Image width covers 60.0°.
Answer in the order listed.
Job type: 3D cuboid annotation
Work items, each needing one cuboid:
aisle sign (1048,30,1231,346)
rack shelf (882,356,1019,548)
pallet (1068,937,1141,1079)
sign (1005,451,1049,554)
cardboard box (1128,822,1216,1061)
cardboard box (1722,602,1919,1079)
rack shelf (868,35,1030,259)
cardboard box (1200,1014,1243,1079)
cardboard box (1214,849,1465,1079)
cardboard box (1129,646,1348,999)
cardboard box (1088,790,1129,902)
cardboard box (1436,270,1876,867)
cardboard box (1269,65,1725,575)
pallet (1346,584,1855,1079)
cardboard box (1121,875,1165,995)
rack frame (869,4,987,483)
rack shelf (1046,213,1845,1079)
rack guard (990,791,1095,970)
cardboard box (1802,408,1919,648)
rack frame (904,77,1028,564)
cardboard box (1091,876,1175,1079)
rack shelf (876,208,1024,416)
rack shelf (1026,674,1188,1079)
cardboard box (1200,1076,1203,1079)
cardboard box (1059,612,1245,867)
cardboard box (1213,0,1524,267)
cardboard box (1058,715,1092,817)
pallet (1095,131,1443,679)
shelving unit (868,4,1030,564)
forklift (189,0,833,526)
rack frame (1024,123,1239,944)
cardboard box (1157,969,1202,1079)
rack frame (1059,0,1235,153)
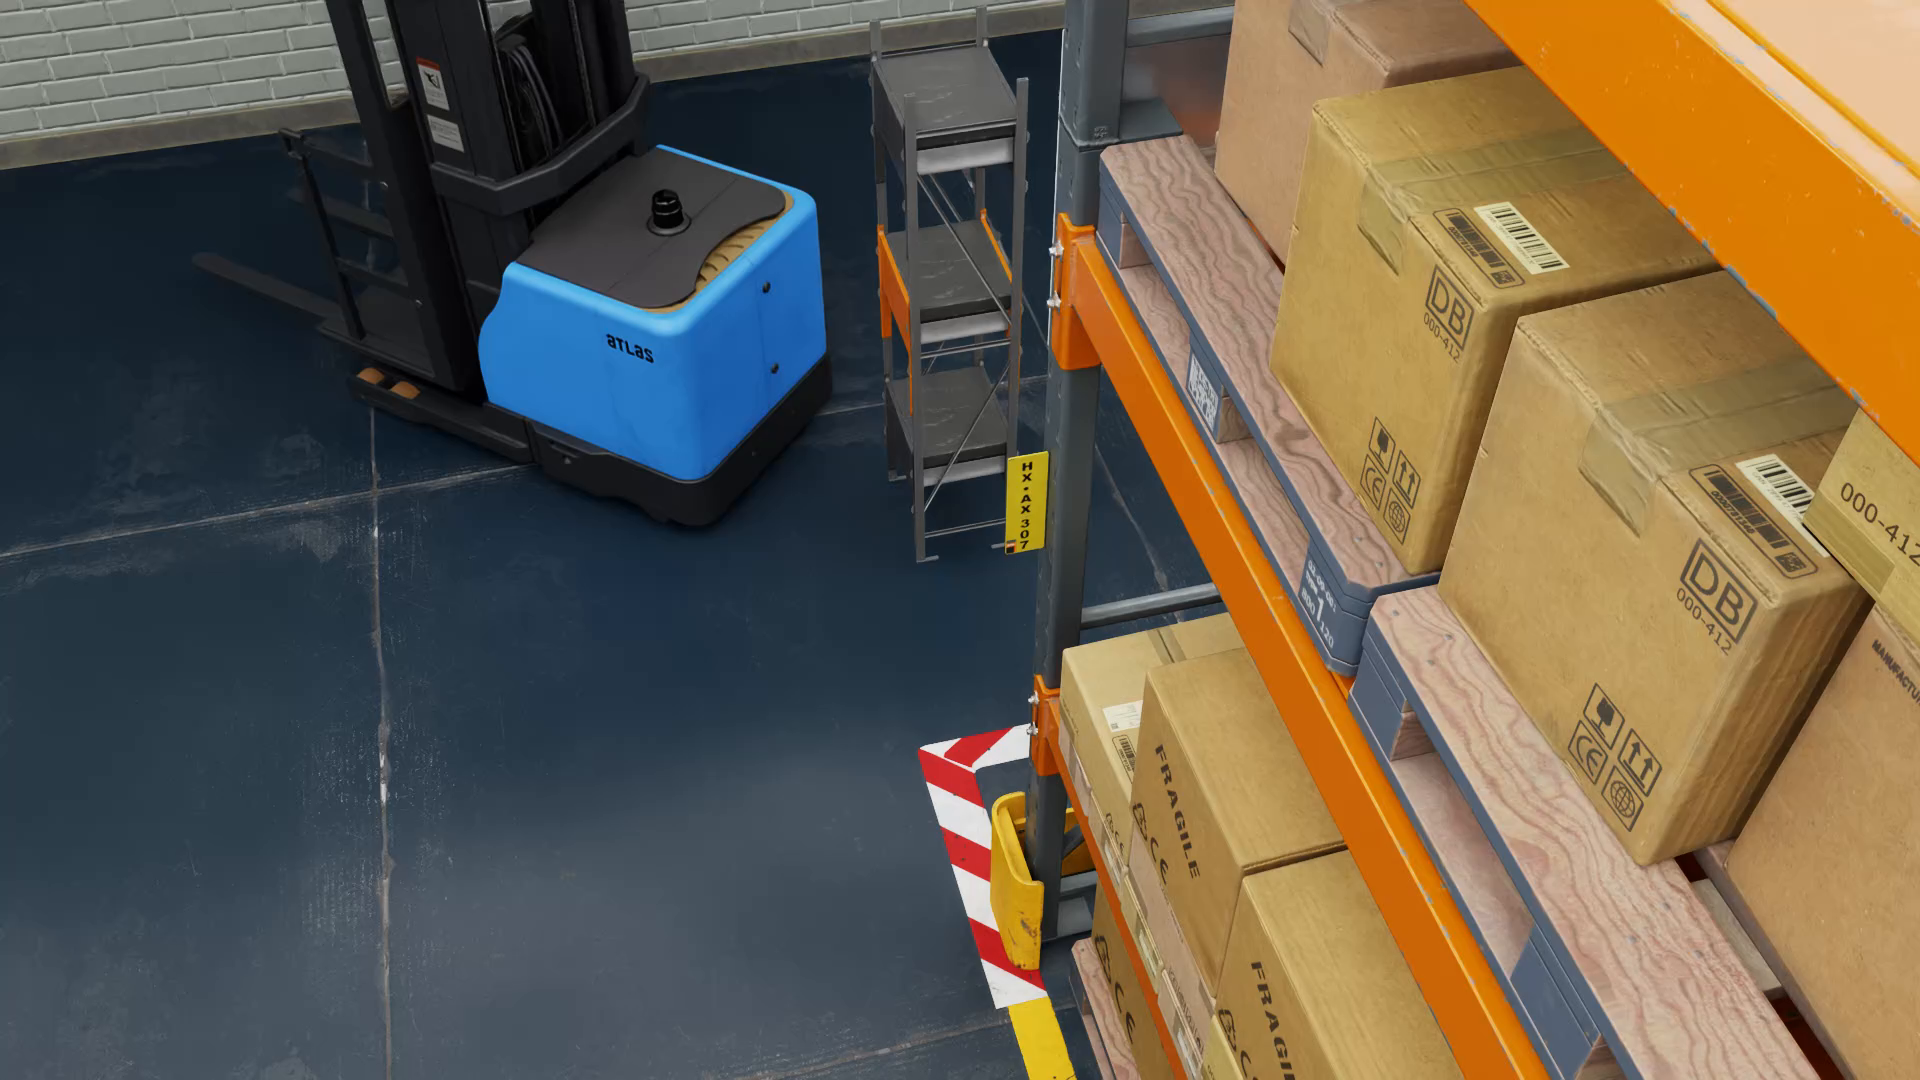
[{"bbox_3d":[0.392,-0.759,3.574,0.394,0.787,0.004,-11,47,-10],"label":"aisle sign"},{"bbox_3d":[-0.042,-0.350,6.622,0.431,0.518,0.480,-11,47,-10],"label":"rack shelf"},{"bbox_3d":[0.981,1.659,4.976,1.003,0.211,1.213,-11,47,-10],"label":"pallet"},{"bbox_3d":[0.163,-0.088,4.074,0.100,0.325,0.005,-11,47,-10],"label":"sign"},{"bbox_3d":[0.702,0.832,3.731,0.500,0.250,0.500,-11,47,-11],"label":"cardboard box"},{"bbox_3d":[1.336,0.352,1.770,0.700,0.500,0.500,-9,46,-9],"label":"cardboard box"},{"bbox_3d":[-0.042,-1.330,5.622,0.431,0.518,0.480,-11,47,-10],"label":"rack shelf"},{"bbox_3d":[0.827,1.180,3.390,0.500,0.250,0.500,-12,47,-12],"label":"cardboard box"},{"bbox_3d":[0.829,0.914,3.126,0.500,0.500,0.500,-12,47,-11],"label":"cardboard box"},{"bbox_3d":[0.691,0.557,3.475,0.500,0.500,0.500,-12,47,-11],"label":"cardboard box"},{"bbox_3d":[0.540,0.716,4.124,0.380,0.149,0.250,-11,47,-11],"label":"cardboard box"},{"bbox_3d":[1.092,-0.013,2.129,0.700,0.500,0.500,-14,47,-13],"label":"cardboard box"},{"bbox_3d":[0.913,-0.362,2.470,0.700,0.500,0.500,-12,47,-12],"label":"cardboard box"},{"bbox_3d":[1.217,0.481,2.140,1.003,0.211,1.213,-11,47,-10],"label":"pallet"},{"bbox_3d":[0.606,0.893,3.951,0.380,0.149,0.250,-12,47,-11],"label":"cardboard box"},{"bbox_3d":[-0.105,-1.018,6.277,0.400,2.100,0.015,-11,47,-10],"label":"rack frame"},{"bbox_3d":[1.213,0.728,2.340,1.077,0.370,4.000,-11,47,-10],"label":"rack shelf"},{"bbox_3d":[0.695,1.004,5.416,1.175,0.500,0.348,-11,47,-10],"label":"rack guard"},{"bbox_3d":[1.208,0.013,1.578,0.500,0.250,0.500,-12,47,-12],"label":"cardboard box"},{"bbox_3d":[0.020,-0.681,5.947,0.400,2.100,0.015,-11,47,-10],"label":"rack frame"},{"bbox_3d":[0.942,1.170,4.697,0.875,0.875,0.875,-11,47,-10],"label":"cardboard box"},{"bbox_3d":[-0.042,-0.840,6.122,0.431,0.518,0.480,-11,47,-10],"label":"rack shelf"},{"bbox_3d":[1.213,1.778,3.411,1.077,0.370,4.000,-11,47,-10],"label":"rack shelf"},{"bbox_3d":[0.737,1.248,3.603,0.380,0.149,0.250,-12,47,-11],"label":"cardboard box"},{"bbox_3d":[0.563,0.475,4.081,0.500,0.250,0.500,-12,47,-11],"label":"cardboard box"},{"bbox_3d":[0.886,-0.772,2.872,0.700,0.500,0.500,-13,47,-13],"label":"cardboard box"},{"bbox_3d":[0.473,0.539,4.297,0.380,0.149,0.250,-10,46,-10],"label":"cardboard box"},{"bbox_3d":[0.901,-0.363,2.967,1.003,0.211,1.213,-11,47,-10],"label":"pallet"},{"bbox_3d":[-0.042,-0.849,6.112,0.431,2.100,0.503,-11,47,-10],"label":"shelving unit"},{"bbox_3d":[-2.095,-1.857,6.518,3.031,2.935,1.130,22,49,20],"label":"forklift"},{"bbox_3d":[0.701,0.146,4.507,1.000,3.000,0.127,-11,47,-10],"label":"rack frame"},{"bbox_3d":[0.673,1.072,3.775,0.380,0.149,0.250,-11,47,-11],"label":"cardboard box"},{"bbox_3d":[0.701,-1.954,2.364,1.000,3.000,0.127,-11,47,-10],"label":"rack frame"}]
